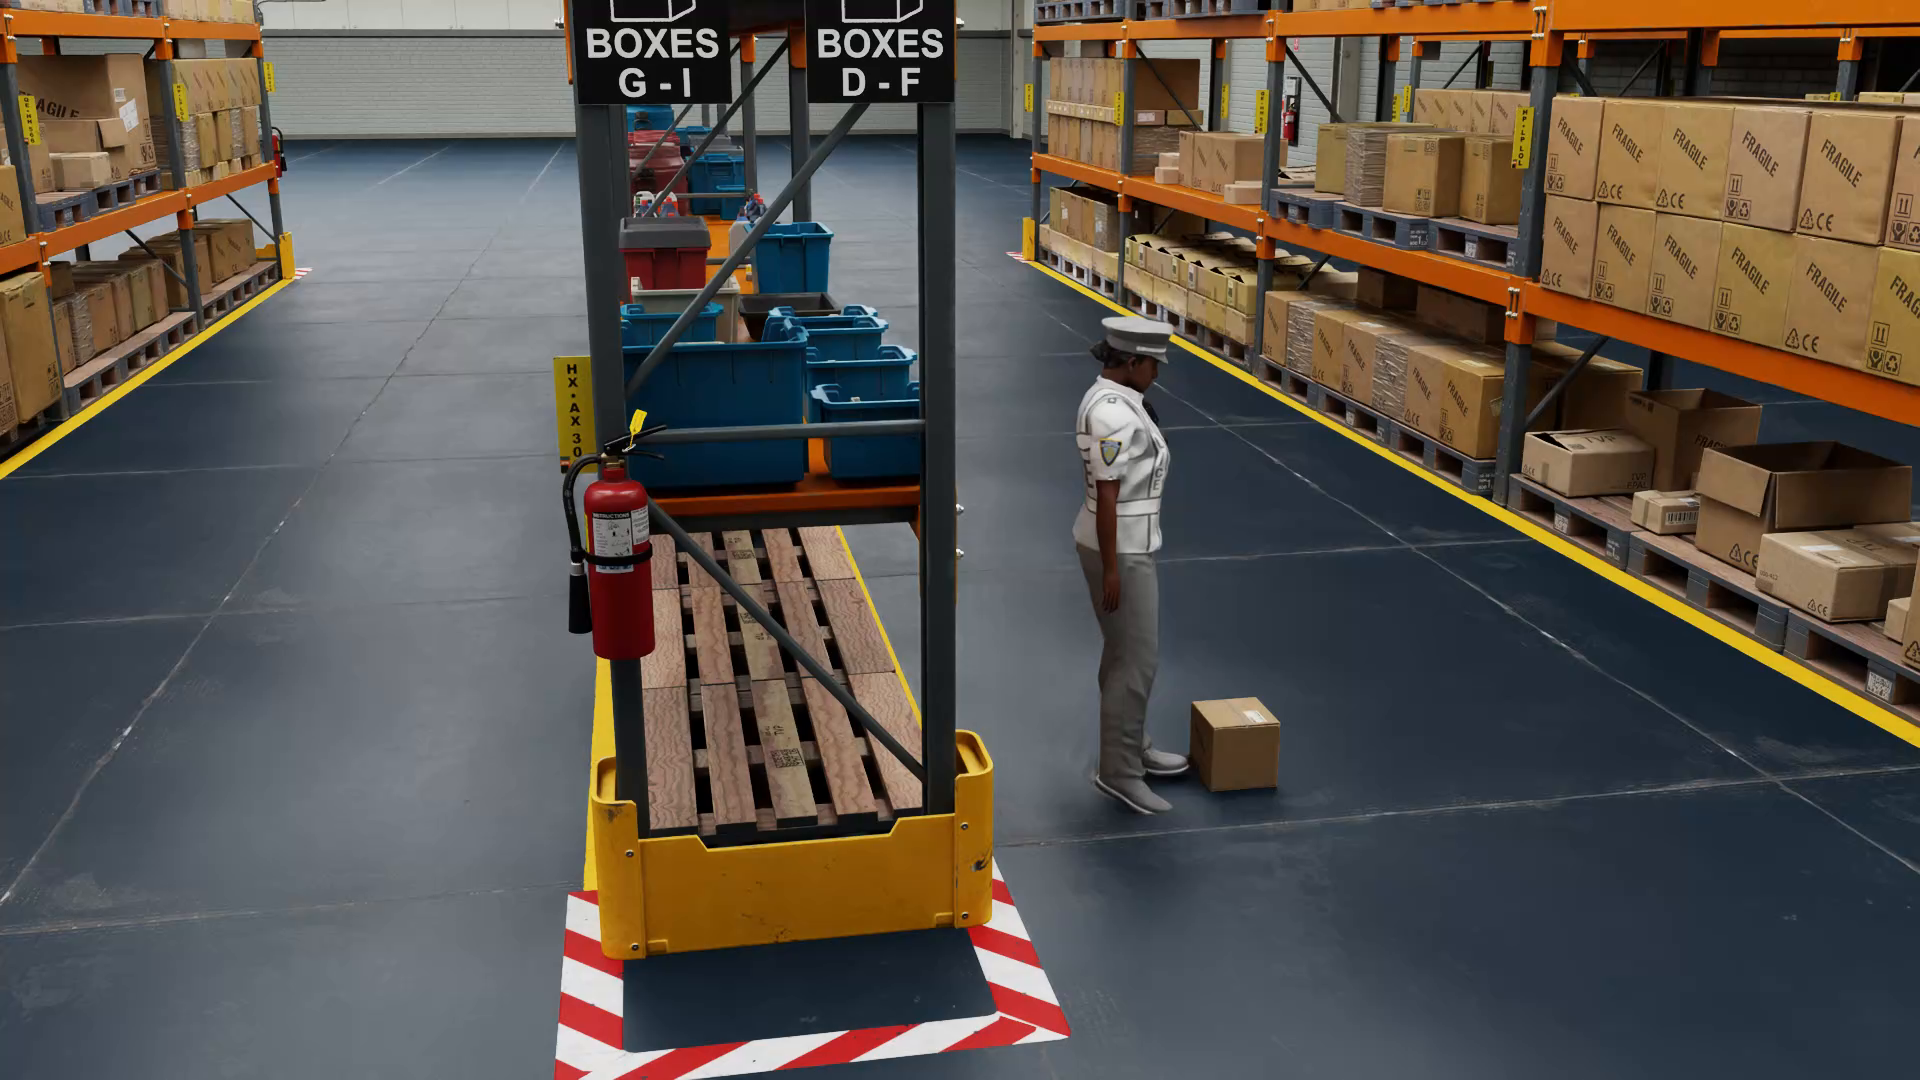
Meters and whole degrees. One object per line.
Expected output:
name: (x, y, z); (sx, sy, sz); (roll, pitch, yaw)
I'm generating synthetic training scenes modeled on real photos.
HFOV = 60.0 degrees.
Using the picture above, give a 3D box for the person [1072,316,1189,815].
person: (0.611, 0.088, 5.780); (0.443, 1.711, 0.531); (0, 16, 1)
